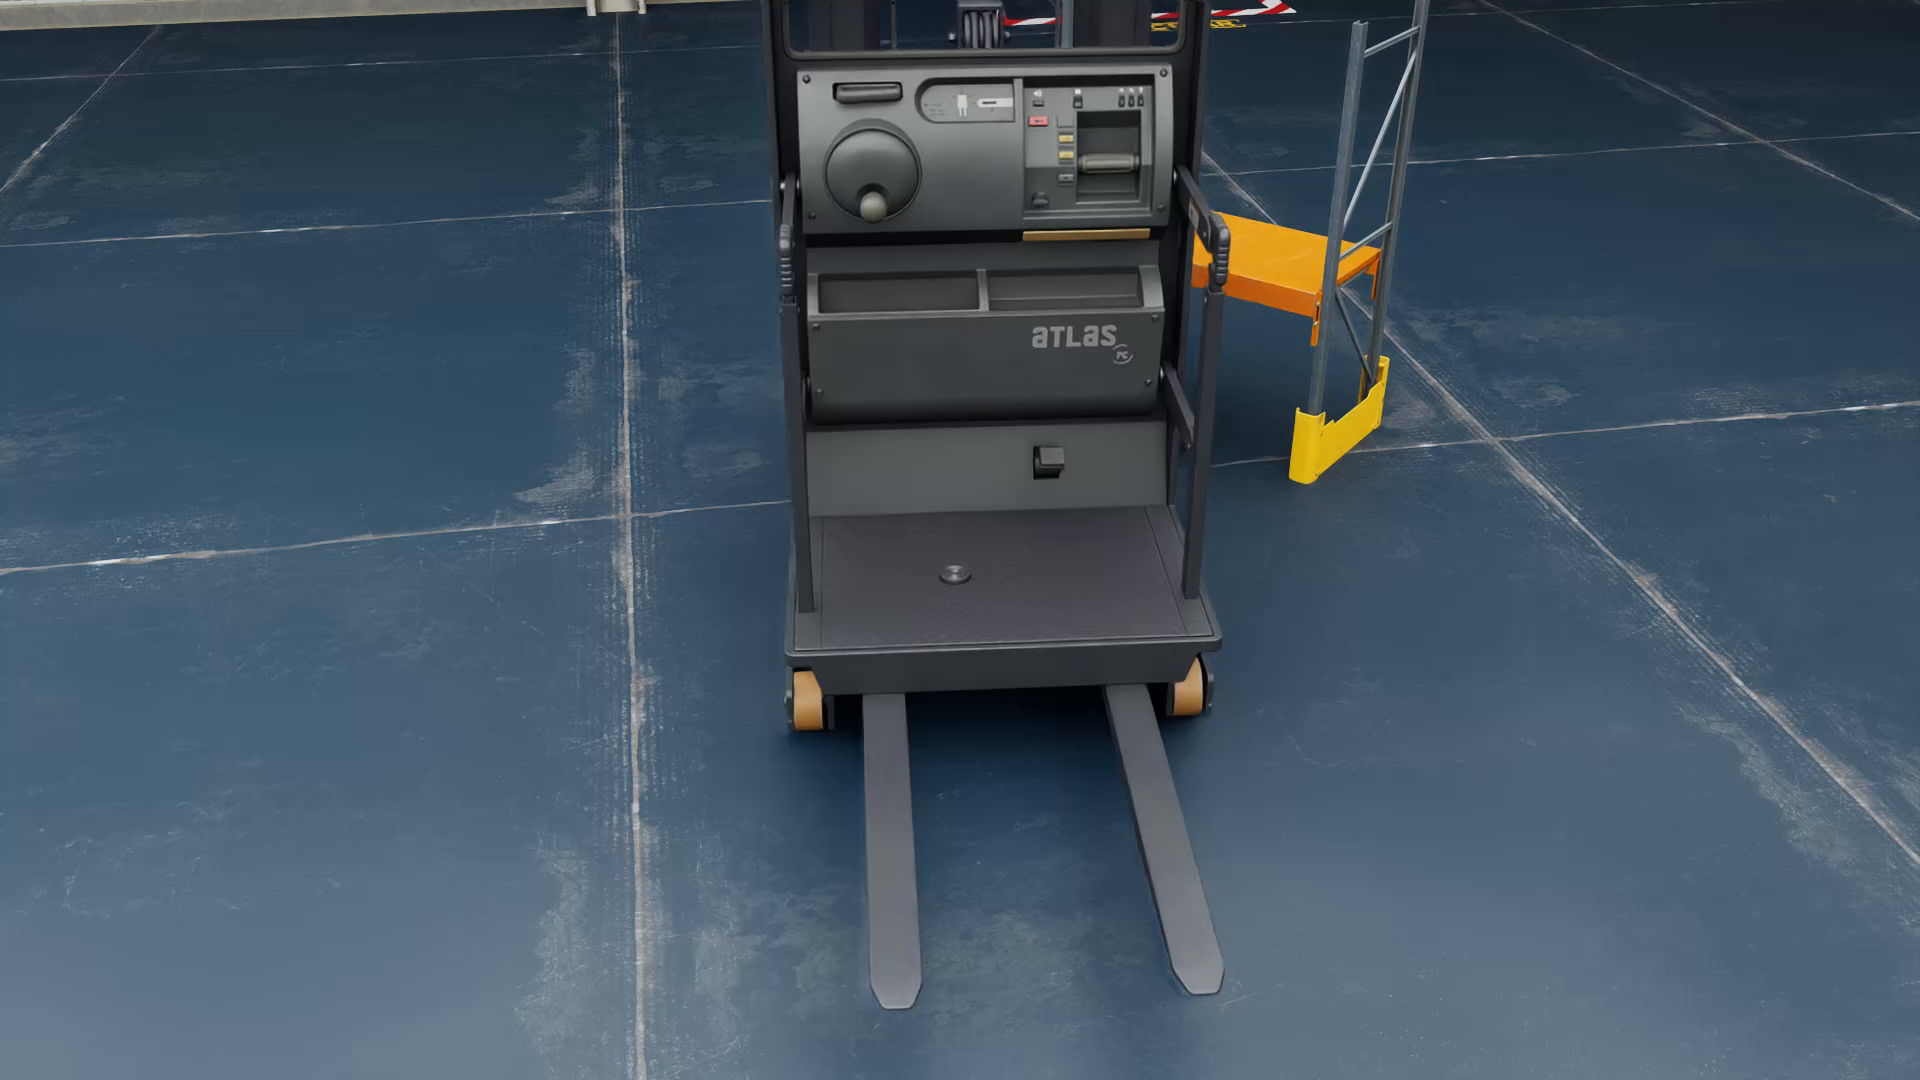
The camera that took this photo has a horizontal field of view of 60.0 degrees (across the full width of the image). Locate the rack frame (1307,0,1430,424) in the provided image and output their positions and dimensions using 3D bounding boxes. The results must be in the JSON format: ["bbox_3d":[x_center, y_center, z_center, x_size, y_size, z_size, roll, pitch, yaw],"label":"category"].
[{"bbox_3d":[1.309,-0.961,5.405,0.032,1.500,0.500,21,36,31],"label":"rack frame"}]

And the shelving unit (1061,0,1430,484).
[{"bbox_3d":[0.908,-1.112,5.662,1.083,1.500,0.587,21,36,31],"label":"shelving unit"}]

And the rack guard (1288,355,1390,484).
[{"bbox_3d":[1.308,-0.423,5.722,0.087,0.250,0.587,21,36,31],"label":"rack guard"}]

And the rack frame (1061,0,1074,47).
[{"bbox_3d":[0.494,-1.269,5.929,0.032,1.500,0.500,21,36,31],"label":"rack frame"}]

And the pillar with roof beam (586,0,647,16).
[{"bbox_3d":[-1.591,-5.394,5.545,0.400,9.000,9.100,-5,31,-9],"label":"pillar with roof beam"}]

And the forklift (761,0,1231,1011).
[{"bbox_3d":[0.082,-0.931,3.942,1.130,2.935,3.031,-2,31,-3],"label":"forklift"}]

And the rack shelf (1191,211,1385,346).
[{"bbox_3d":[0.901,-0.960,5.758,1.000,0.185,0.538,21,36,31],"label":"rack shelf"}]
